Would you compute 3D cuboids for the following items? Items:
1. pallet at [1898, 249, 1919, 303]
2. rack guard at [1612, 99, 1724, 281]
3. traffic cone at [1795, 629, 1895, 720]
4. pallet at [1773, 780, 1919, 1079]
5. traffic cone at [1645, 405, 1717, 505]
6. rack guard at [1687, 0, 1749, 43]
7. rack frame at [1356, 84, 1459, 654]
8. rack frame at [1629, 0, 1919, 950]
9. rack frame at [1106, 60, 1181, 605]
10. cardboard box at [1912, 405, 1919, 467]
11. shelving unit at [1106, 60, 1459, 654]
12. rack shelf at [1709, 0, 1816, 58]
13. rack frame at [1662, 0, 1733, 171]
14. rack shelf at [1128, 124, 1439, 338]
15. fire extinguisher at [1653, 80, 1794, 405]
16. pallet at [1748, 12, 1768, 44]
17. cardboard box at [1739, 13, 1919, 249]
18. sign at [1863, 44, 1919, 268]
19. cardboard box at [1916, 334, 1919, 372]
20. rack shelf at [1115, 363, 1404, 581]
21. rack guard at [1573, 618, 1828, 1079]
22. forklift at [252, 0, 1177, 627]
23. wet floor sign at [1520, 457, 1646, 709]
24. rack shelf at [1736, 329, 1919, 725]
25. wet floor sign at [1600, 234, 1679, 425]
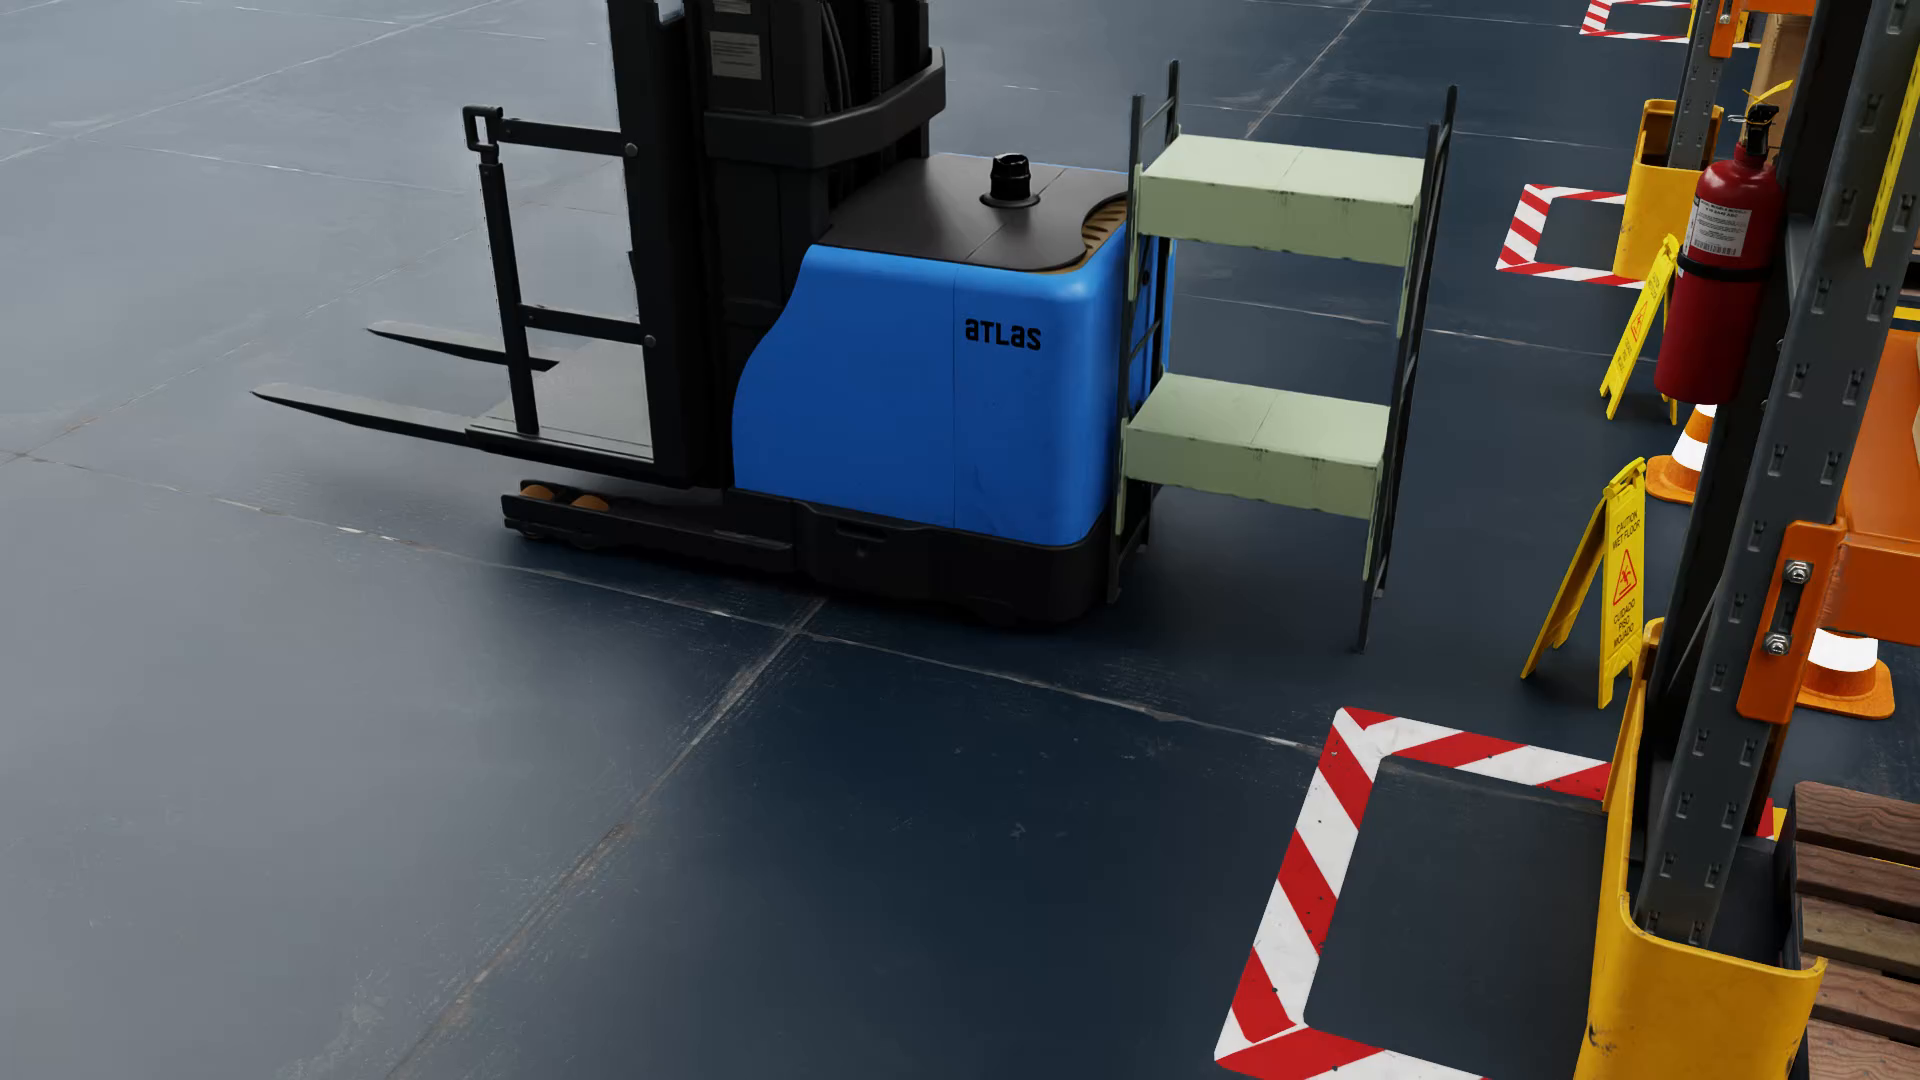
[{"bbox_3d":[4.029,-1.363,7.447,1.213,0.211,1.003,11,31,19],"label":"pallet"},{"bbox_3d":[3.237,-1.606,7.583,0.348,0.500,1.175,11,31,19],"label":"rack guard"},{"bbox_3d":[2.375,0.182,4.458,0.334,0.463,0.336,11,31,19],"label":"traffic cone"},{"bbox_3d":[2.302,0.981,3.300,1.213,0.211,1.003,11,31,19],"label":"pallet"},{"bbox_3d":[2.477,-0.387,5.464,0.334,0.463,0.336,11,31,19],"label":"traffic cone"},{"bbox_3d":[5.288,-3.830,11.518,0.348,0.500,1.175,11,31,19],"label":"rack guard"},{"bbox_3d":[1.198,-0.425,4.477,0.023,1.500,0.400,11,31,18],"label":"rack frame"},{"bbox_3d":[1.492,-0.414,2.934,0.127,3.000,1.000,11,31,19],"label":"rack frame"},{"bbox_3d":[0.516,-0.555,4.708,0.023,1.500,0.400,11,31,18],"label":"rack frame"},{"bbox_3d":[1.729,-0.147,2.717,0.250,0.149,0.380,11,31,19],"label":"cardboard box"},{"bbox_3d":[0.857,-0.490,4.592,0.755,1.500,0.431,11,31,18],"label":"shelving unit"},{"bbox_3d":[5.112,-2.006,6.482,4.000,0.370,1.077,11,31,19],"label":"rack shelf"},{"bbox_3d":[3.259,-2.689,6.960,0.127,3.000,1.000,11,31,19],"label":"rack frame"},{"bbox_3d":[0.857,-0.830,4.400,0.720,0.370,0.431,11,31,18],"label":"rack shelf"},{"bbox_3d":[1.559,-0.611,3.362,0.183,0.674,0.296,11,31,19],"label":"fire extinguisher"},{"bbox_3d":[6.028,-3.538,11.295,1.213,0.211,1.003,11,31,19],"label":"pallet"},{"bbox_3d":[3.912,-1.852,7.211,0.875,0.875,0.875,11,31,19],"label":"cardboard box"},{"bbox_3d":[1.288,-0.543,2.283,0.005,0.325,0.100,11,31,19],"label":"sign"},{"bbox_3d":[1.919,-0.333,3.046,0.250,0.149,0.380,12,32,21],"label":"cardboard box"},{"bbox_3d":[0.857,-0.206,4.753,0.720,0.370,0.431,11,31,18],"label":"rack shelf"},{"bbox_3d":[1.562,0.688,3.524,0.348,0.500,1.175,11,31,19],"label":"rack guard"},{"bbox_3d":[-0.899,-1.474,4.880,3.031,2.935,1.130,11,31,18],"label":"forklift"},{"bbox_3d":[1.718,0.088,4.438,0.232,0.644,0.267,24,37,36],"label":"wet floor sign"},{"bbox_3d":[3.345,0.269,2.456,4.000,0.370,1.077,11,31,19],"label":"rack shelf"},{"bbox_3d":[2.488,-0.767,5.951,0.232,0.644,0.267,6,30,11],"label":"wet floor sign"}]
